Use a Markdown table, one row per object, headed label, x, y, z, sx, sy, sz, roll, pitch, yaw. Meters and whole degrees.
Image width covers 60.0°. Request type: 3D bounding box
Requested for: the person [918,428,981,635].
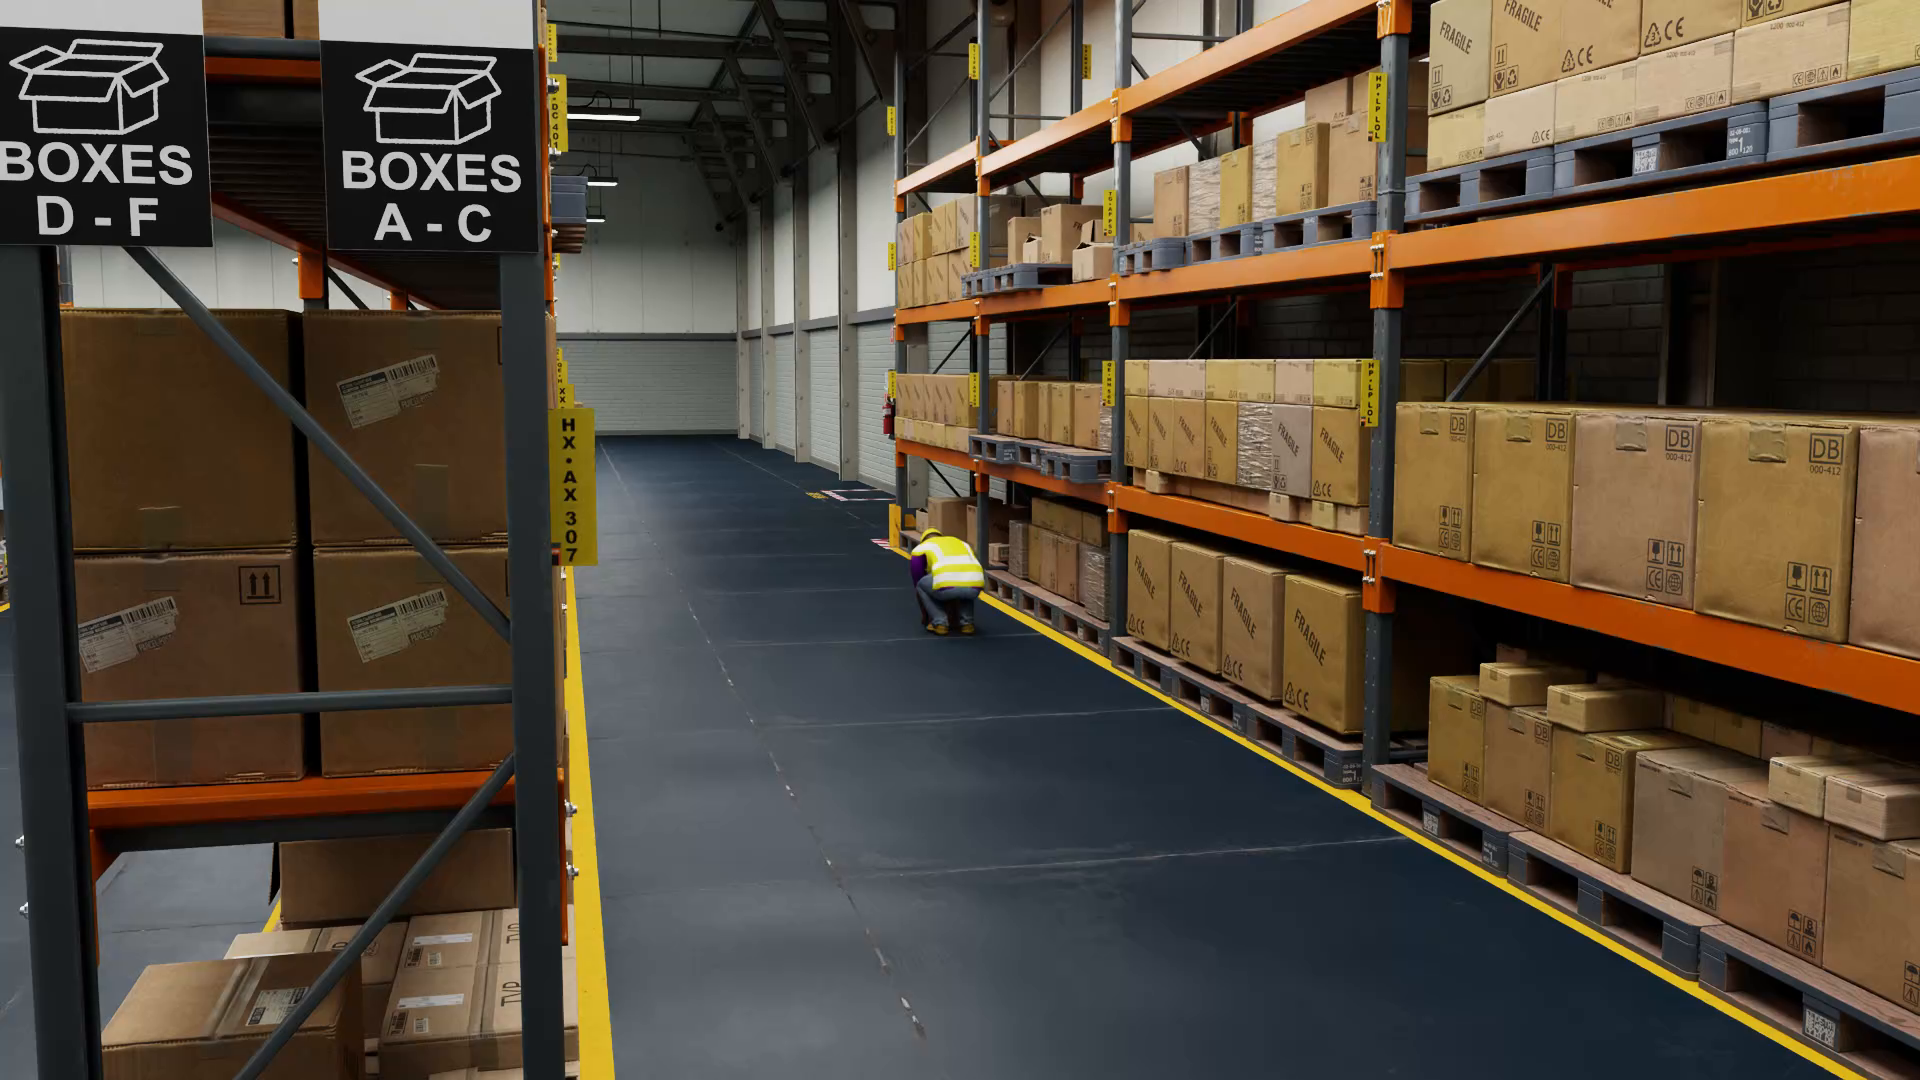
| label | x | y | z | sx | sy | sz | roll | pitch | yaw |
| --- | --- | --- | --- | --- | --- | --- | --- | --- | --- |
| person | -0.099 | -0.079 | 13.591 | 0.483 | 1.658 | 0.692 | -2 | 6 | -15 |
